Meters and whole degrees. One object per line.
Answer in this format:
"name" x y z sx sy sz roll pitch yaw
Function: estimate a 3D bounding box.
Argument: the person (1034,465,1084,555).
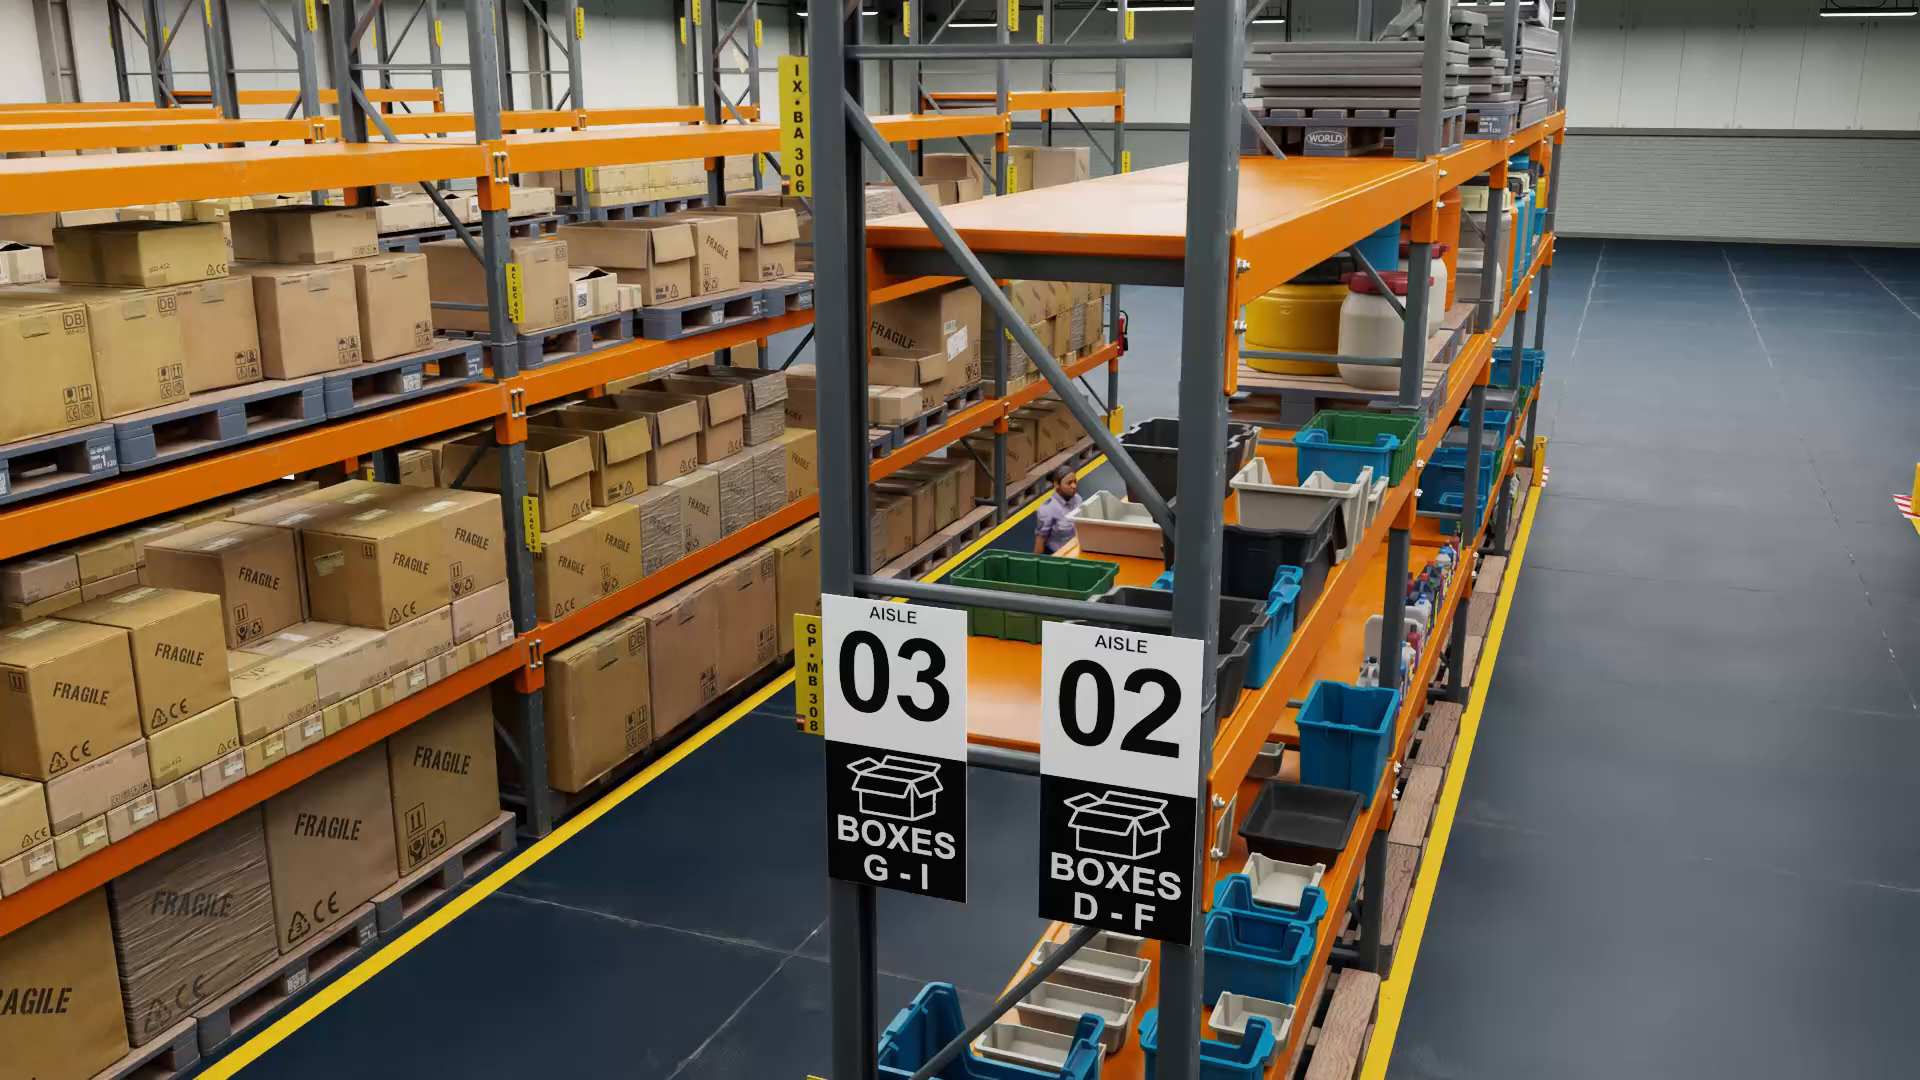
"person" 0.833 0.204 12.818 0.630 1.617 0.756 -15 21 -42
